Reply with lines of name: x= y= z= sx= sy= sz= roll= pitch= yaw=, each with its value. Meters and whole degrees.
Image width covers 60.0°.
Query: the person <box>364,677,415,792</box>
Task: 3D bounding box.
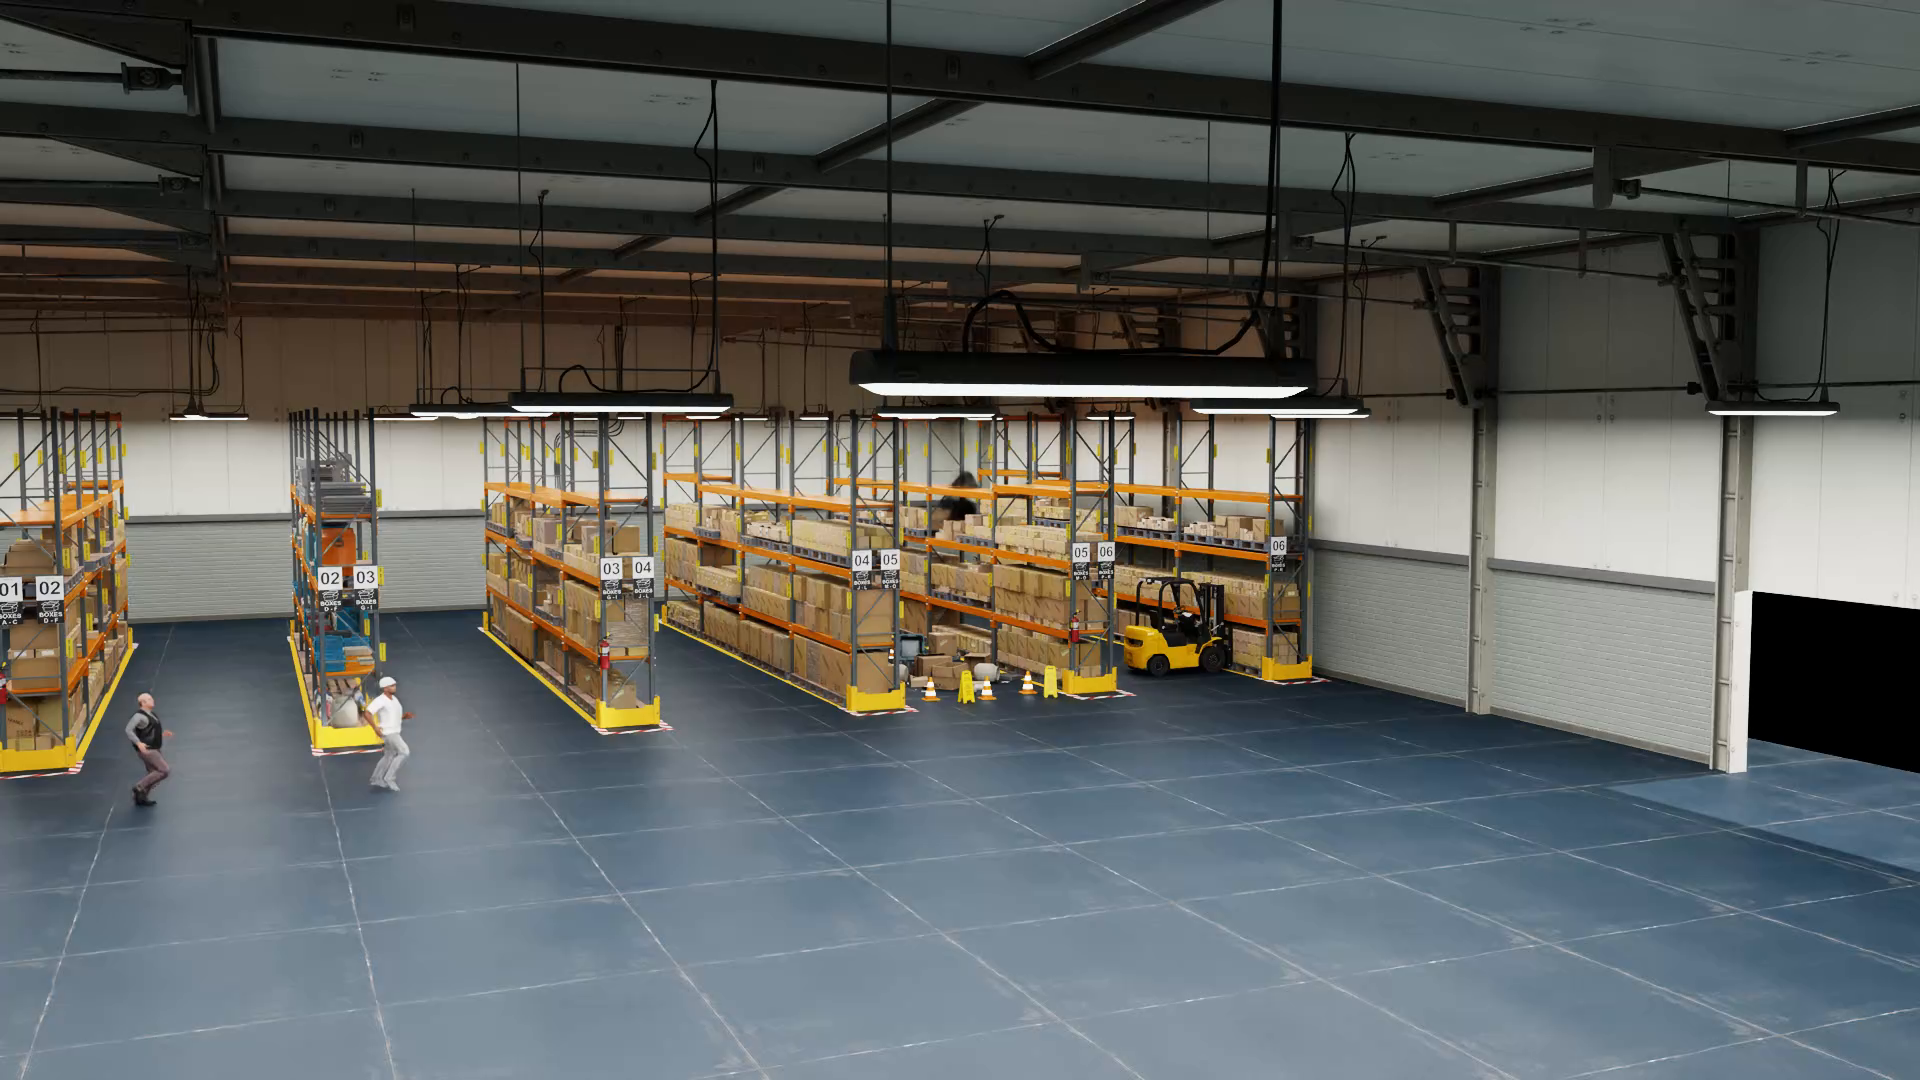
person: x=-8.869 y=3.025 z=25.935 sx=0.715 sy=1.782 sz=0.670 roll=0 pitch=4 yaw=-3

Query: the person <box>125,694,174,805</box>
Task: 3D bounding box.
person: x=-12.084 y=3.132 z=24.870 sx=0.591 sy=1.680 sz=0.644 roll=-1 pitch=4 yaw=-10
